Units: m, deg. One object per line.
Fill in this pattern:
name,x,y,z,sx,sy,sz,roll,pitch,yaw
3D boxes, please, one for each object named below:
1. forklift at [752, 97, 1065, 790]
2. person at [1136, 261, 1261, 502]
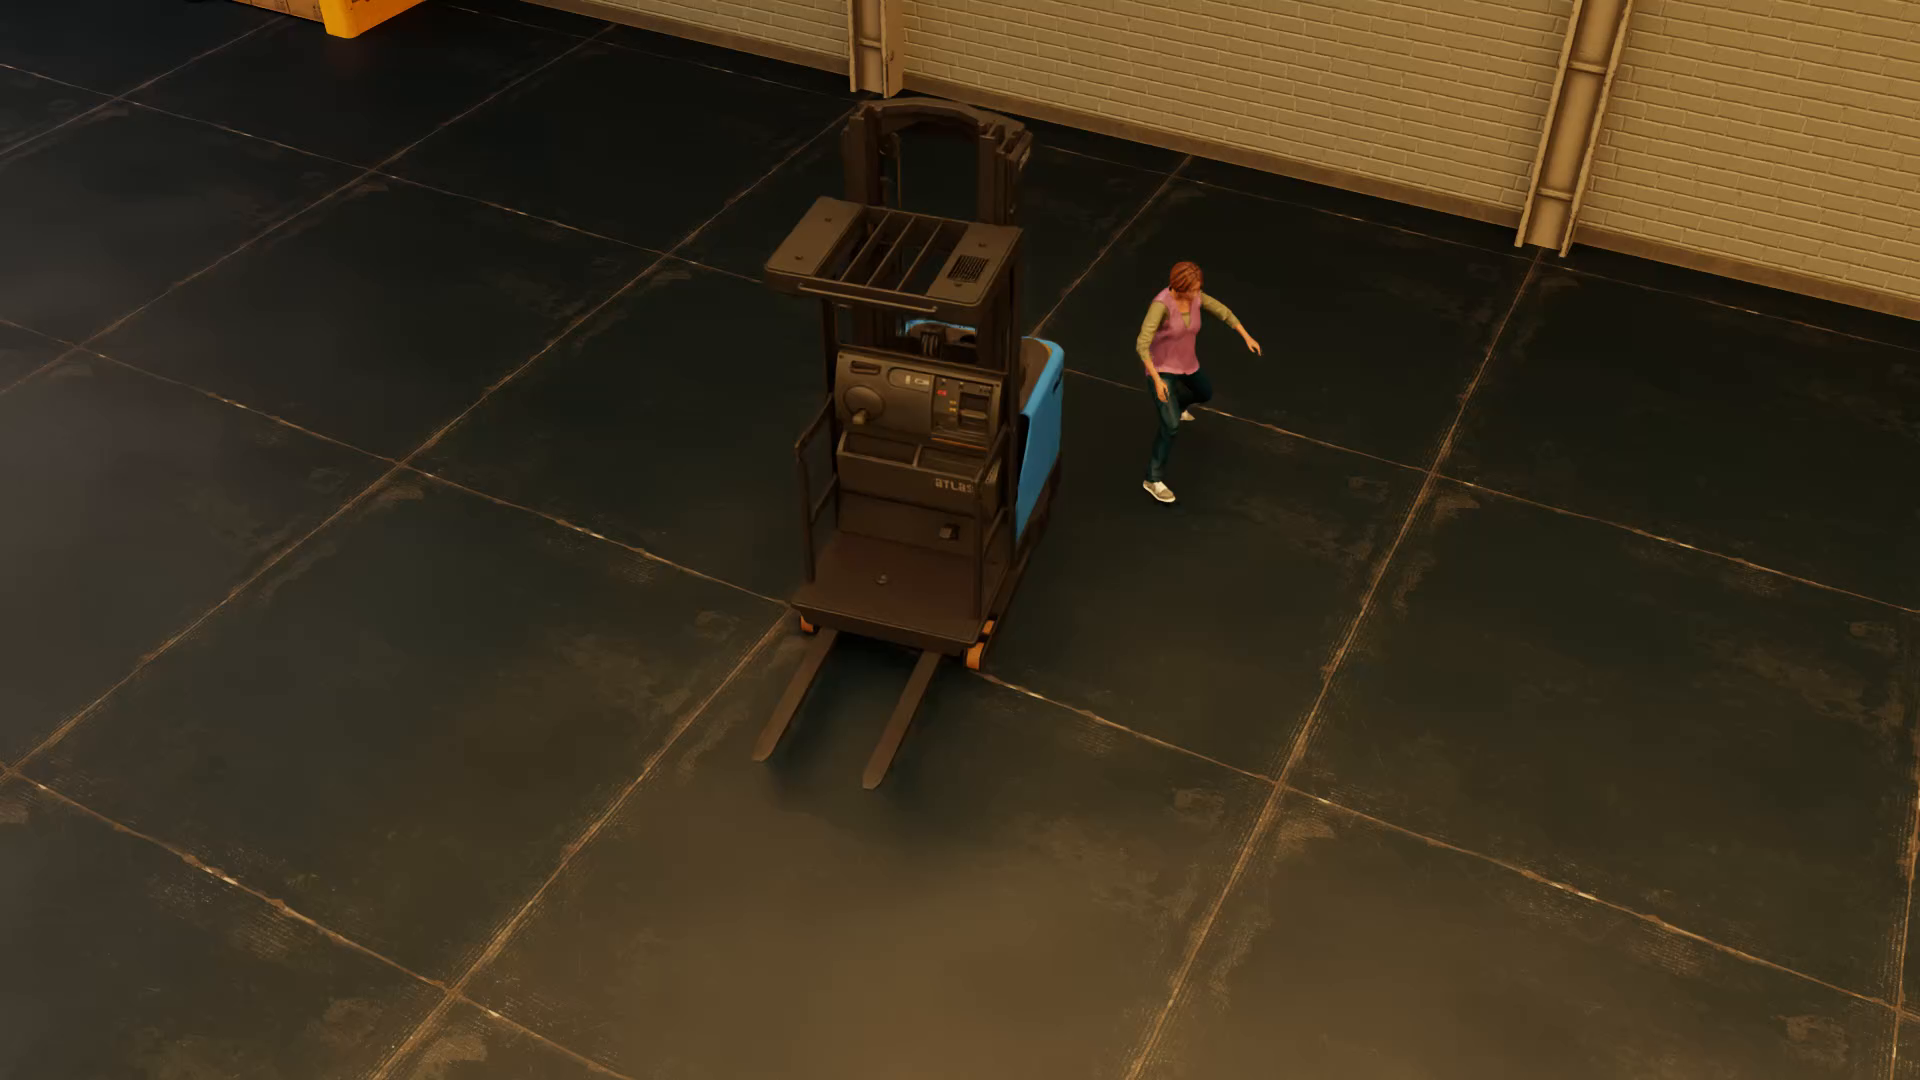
forklift,-0.292,-0.680,8.794,1.130,2.935,3.031,12,42,14
person,1.415,-1.084,10.481,0.871,1.479,0.825,-24,46,-26
